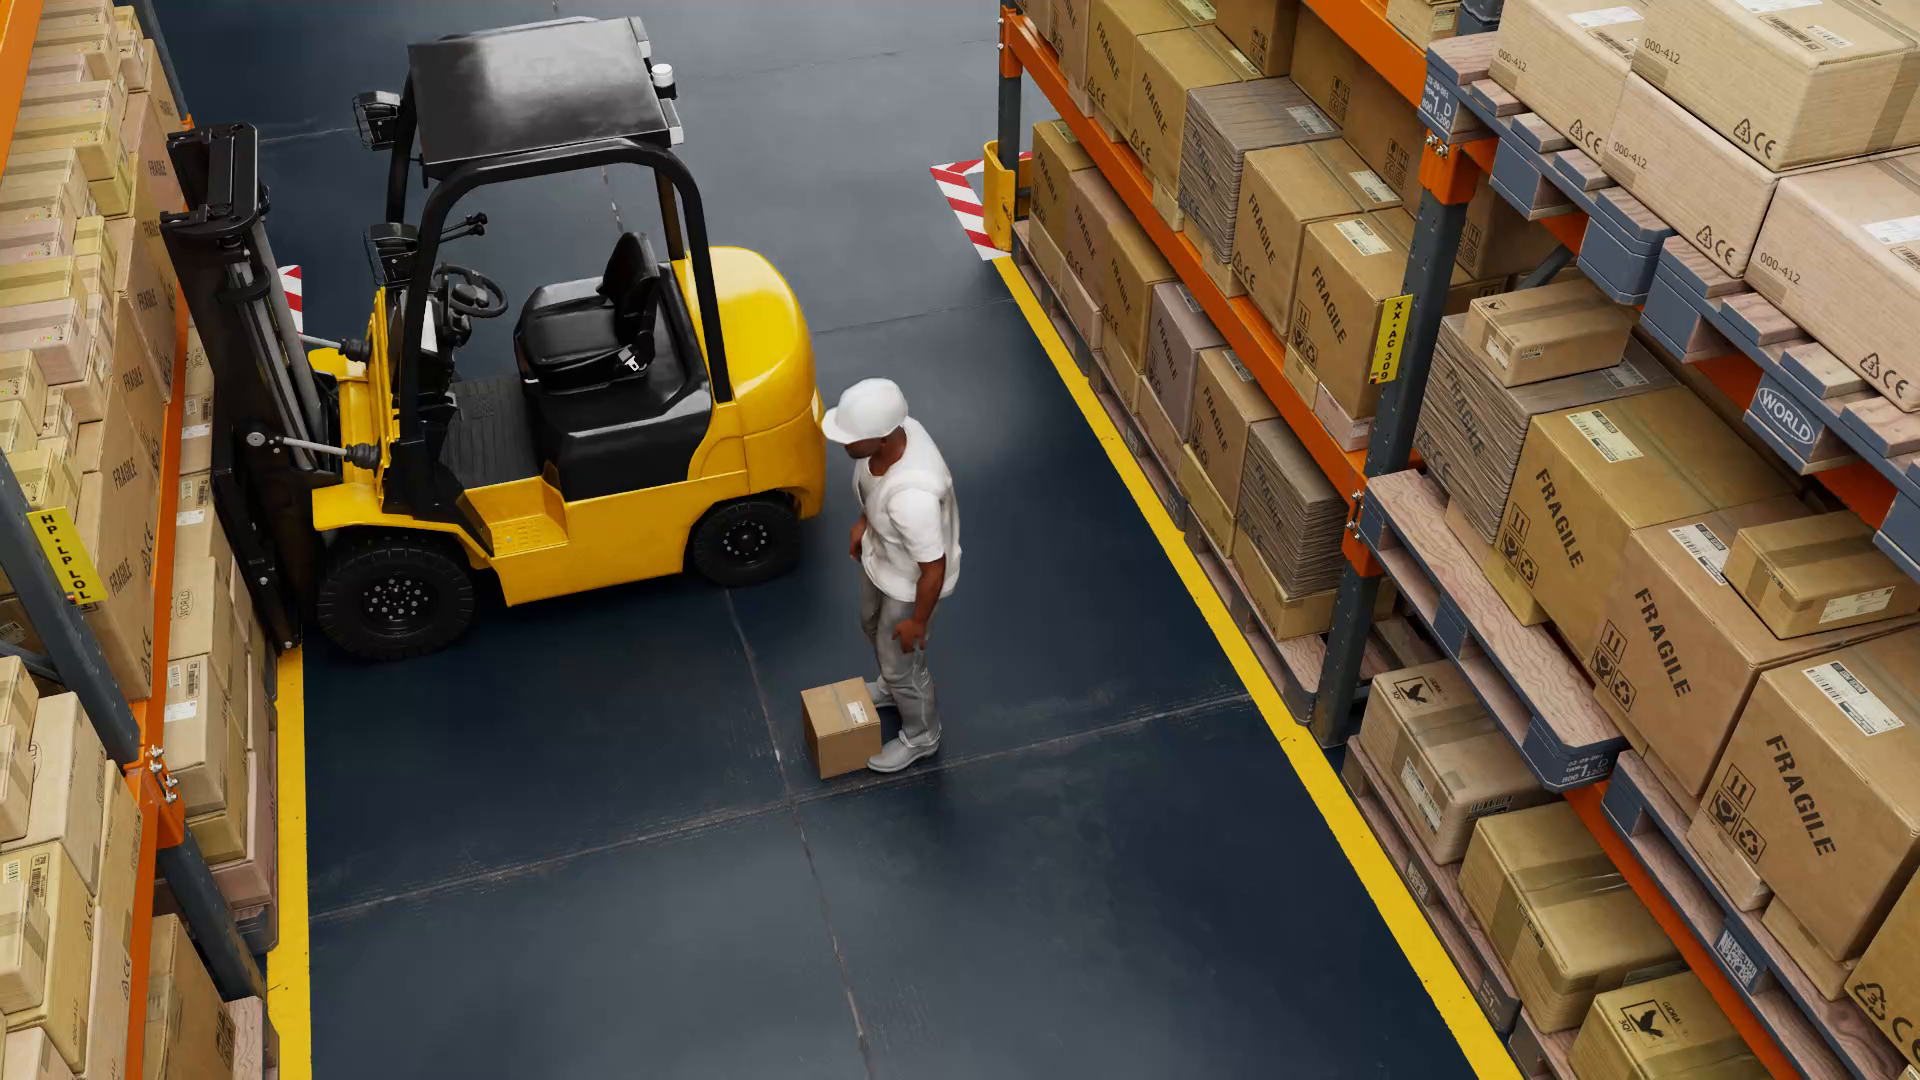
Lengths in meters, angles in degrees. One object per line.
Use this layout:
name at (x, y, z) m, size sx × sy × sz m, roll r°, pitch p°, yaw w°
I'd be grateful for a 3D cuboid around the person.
person at (-0.243, 0.112, 6.022) m, size 0.459 × 1.760 × 0.630 m, roll -14°, pitch 44°, yaw -15°
